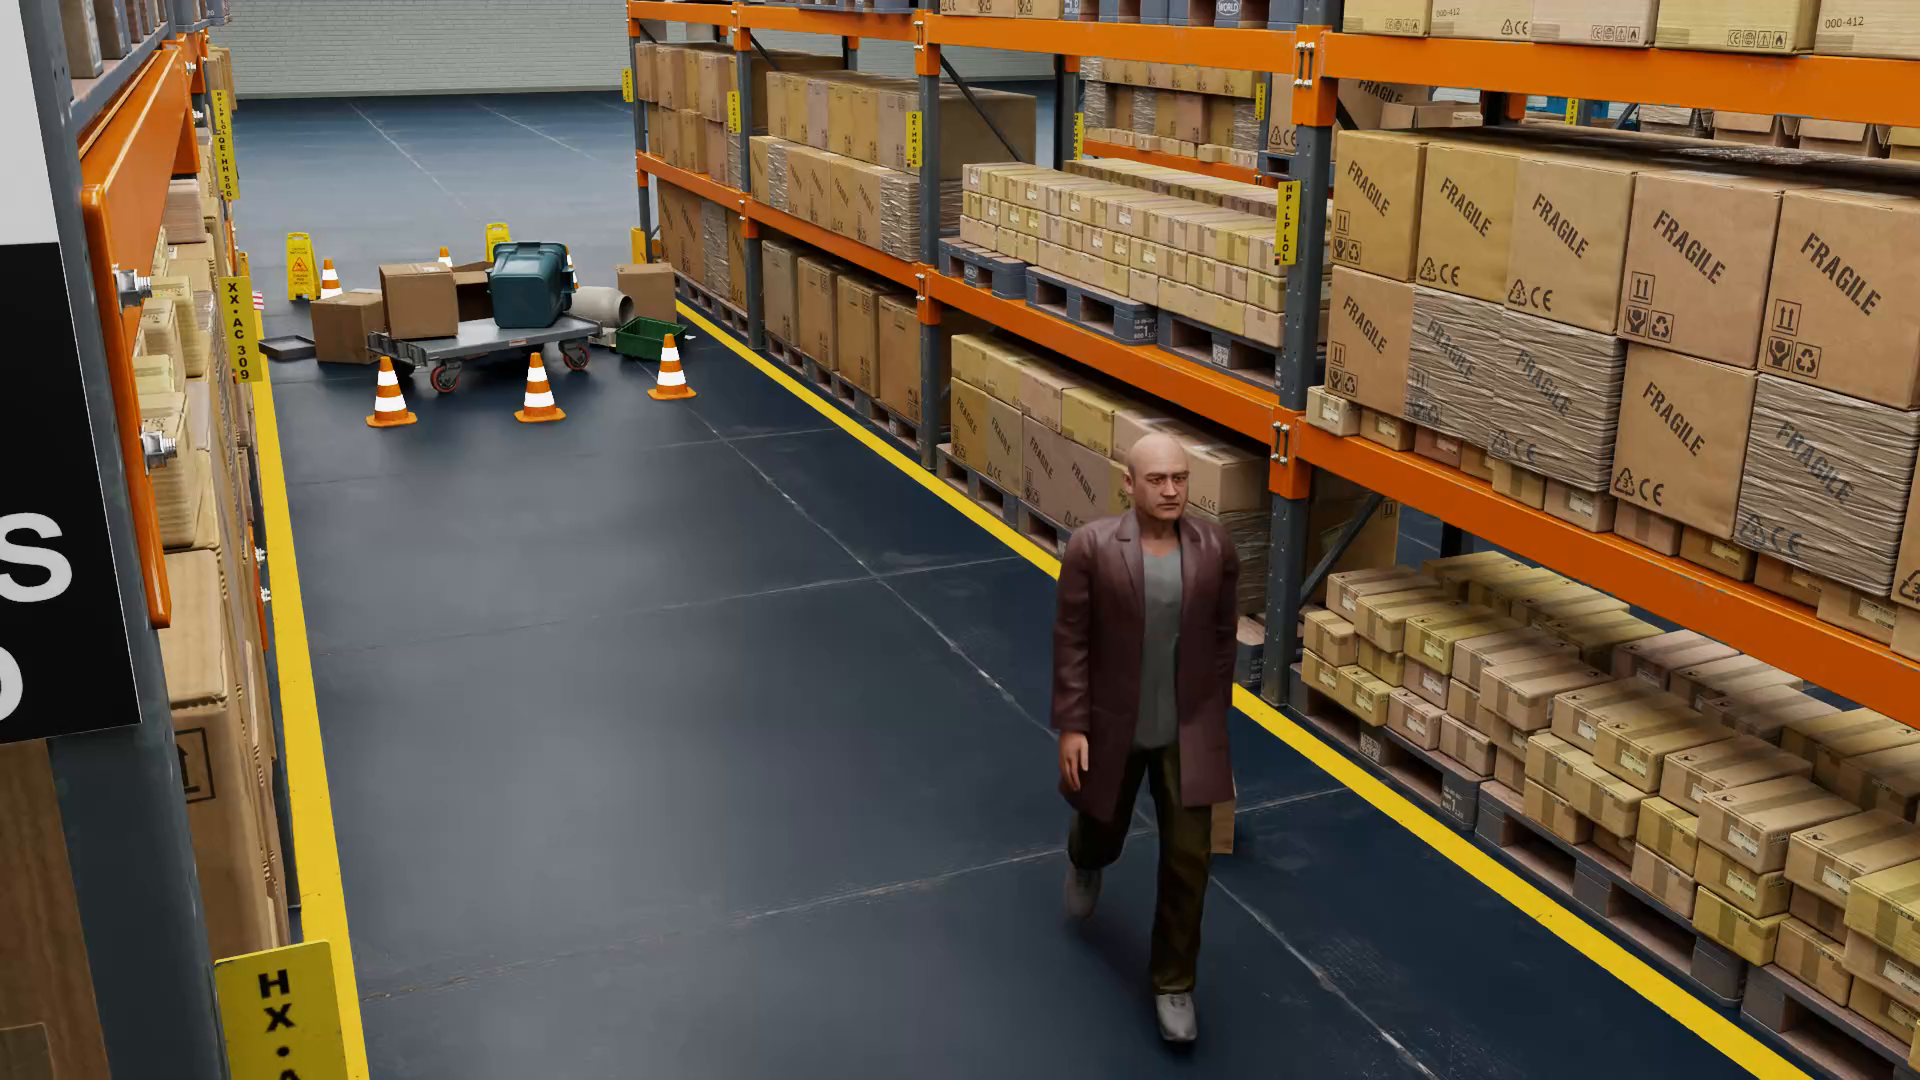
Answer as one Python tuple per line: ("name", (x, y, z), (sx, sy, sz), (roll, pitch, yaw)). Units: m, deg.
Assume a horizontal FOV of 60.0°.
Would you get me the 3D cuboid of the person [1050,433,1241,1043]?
("person", (0.548, 0.523, 4.988), (0.578, 1.745, 0.932), (-1, 19, -2))
